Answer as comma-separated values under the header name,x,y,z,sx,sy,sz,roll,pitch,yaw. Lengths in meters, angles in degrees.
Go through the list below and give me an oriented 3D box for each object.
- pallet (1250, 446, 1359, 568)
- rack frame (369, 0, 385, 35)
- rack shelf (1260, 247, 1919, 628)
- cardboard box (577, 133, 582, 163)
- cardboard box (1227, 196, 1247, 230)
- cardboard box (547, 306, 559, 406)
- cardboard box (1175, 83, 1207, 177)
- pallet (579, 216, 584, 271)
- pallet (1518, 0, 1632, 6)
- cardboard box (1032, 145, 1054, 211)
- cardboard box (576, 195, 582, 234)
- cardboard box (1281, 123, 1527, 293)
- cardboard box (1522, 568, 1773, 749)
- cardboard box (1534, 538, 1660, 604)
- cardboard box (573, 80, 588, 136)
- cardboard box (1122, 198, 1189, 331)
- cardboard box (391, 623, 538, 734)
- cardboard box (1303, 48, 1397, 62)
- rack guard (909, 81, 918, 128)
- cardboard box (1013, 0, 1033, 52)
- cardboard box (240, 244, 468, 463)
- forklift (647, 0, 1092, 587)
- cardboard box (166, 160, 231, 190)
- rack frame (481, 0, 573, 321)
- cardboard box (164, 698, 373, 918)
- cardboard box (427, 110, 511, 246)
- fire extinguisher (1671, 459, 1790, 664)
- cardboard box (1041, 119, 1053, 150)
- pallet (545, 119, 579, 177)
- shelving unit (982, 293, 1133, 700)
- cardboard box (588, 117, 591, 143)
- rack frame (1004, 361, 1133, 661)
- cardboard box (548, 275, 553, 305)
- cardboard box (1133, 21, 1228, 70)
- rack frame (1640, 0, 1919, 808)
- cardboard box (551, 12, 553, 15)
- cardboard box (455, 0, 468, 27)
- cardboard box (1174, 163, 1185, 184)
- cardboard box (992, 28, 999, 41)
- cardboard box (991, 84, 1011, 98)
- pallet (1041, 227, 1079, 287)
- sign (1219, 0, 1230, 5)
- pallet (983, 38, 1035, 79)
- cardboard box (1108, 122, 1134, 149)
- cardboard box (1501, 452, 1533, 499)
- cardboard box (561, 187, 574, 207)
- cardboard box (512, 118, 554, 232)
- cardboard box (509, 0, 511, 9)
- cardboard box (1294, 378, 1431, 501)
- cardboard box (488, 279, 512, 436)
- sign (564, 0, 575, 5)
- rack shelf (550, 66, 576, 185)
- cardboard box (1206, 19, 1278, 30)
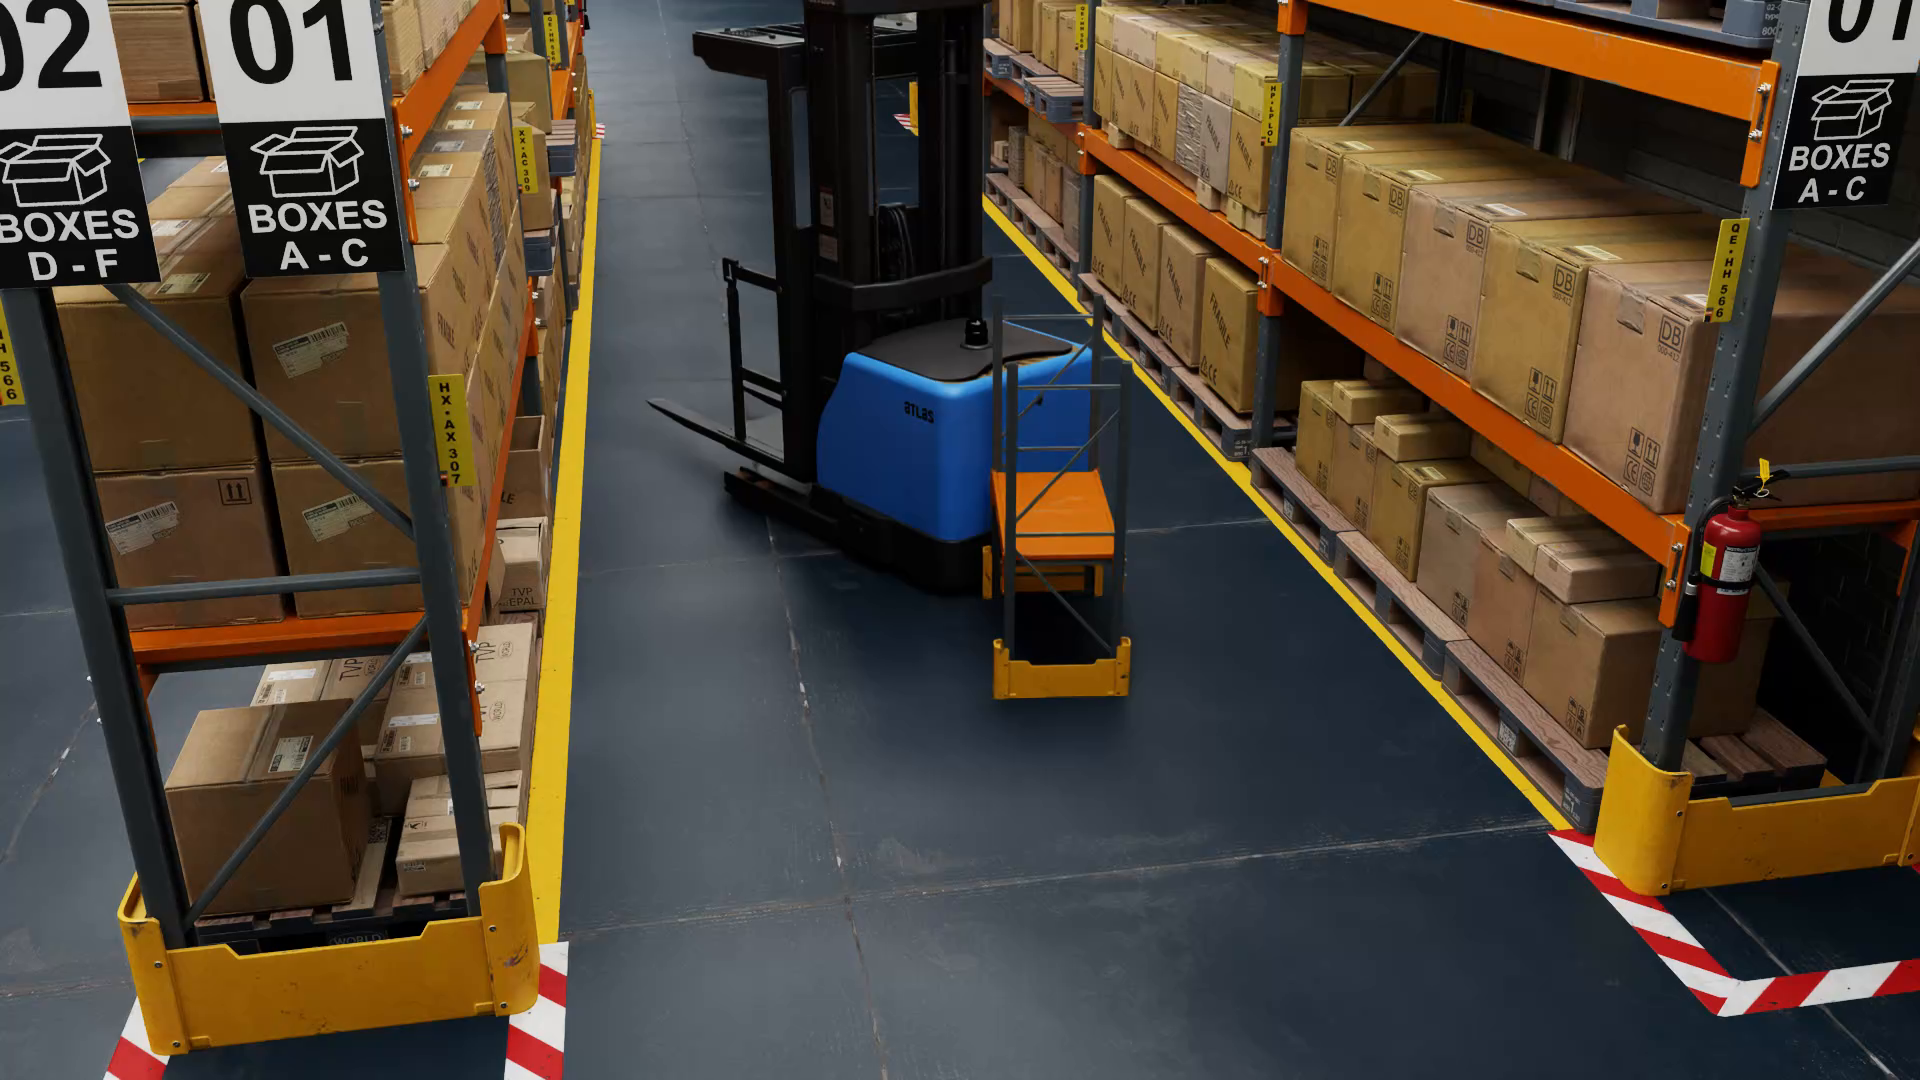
name,x,y,z,sx,sy,sz,roll,pitch,yaw
pallet,2.248,-0.223,8.996,1.003,0.211,1.213,-4,24,-10
rack frame,-1.944,-2.613,3.490,1.000,3.000,0.127,-4,24,-10
rack shelf,2.554,-0.689,7.479,1.077,0.370,4.000,-4,24,-10
cardboard box,-3.806,-3.635,15.536,0.500,0.311,0.500,-4,24,-10
cardboard box,1.773,-1.909,9.662,0.380,0.149,0.250,-4,24,-9
cardboard box,-2.728,-1.108,10.112,0.500,0.500,0.500,-4,24,-9
cardboard box,1.662,-2.558,10.337,0.500,0.500,0.500,-4,24,-10
pallet,-3.759,-2.538,14.298,1.003,0.211,1.213,-4,24,-10
pallet,2.547,-2.338,6.718,1.003,0.211,1.213,-4,24,-10
cardboard box,1.057,-3.317,15.170,0.700,0.500,0.500,-4,24,-9
cardboard box,-3.522,-2.774,14.265,0.500,0.250,0.500,-4,24,-9
cardboard box,2.268,-1.728,8.585,0.980,0.700,0.700,-4,24,-9
cardboard box,2.696,0.453,6.563,0.700,0.500,0.500,-4,24,-10
cardboard box,2.493,0.119,6.518,0.380,0.149,0.250,-5,24,-10
cardboard box,-4.126,-4.459,17.185,0.500,0.500,0.500,-4,24,-10
cardboard box,1.607,-1.942,11.610,0.750,0.750,0.750,-4,24,-10
cardboard box,-1.951,0.566,6.591,0.500,0.250,0.500,-4,24,-10
cardboard box,2.252,-2.746,9.831,0.500,0.250,0.500,-4,24,-9
rack guard,-0.021,-5.350,20.375,1.175,0.500,0.348,-4,24,-10
cardboard box,0.861,-4.776,15.264,0.700,0.500,0.500,-2,24,-4
cardboard box,-1.767,-0.562,4.915,0.500,0.500,0.500,-4,24,-8
forklift,-0.658,-1.623,8.804,1.130,2.935,3.031,-19,30,-37
cardboard box,-2.586,-1.127,6.208,0.500,0.500,0.500,-4,24,-8
rack frame,-3.423,-3.011,11.896,1.000,3.000,0.127,-4,24,-10
cardboard box,-2.287,0.884,5.551,0.500,0.500,0.500,-4,24,-10
cardboard box,-2.238,-1.560,7.200,0.500,0.500,0.500,-5,24,-11
fire extinguisher,2.498,0.068,5.410,0.296,0.674,0.183,-4,24,-10
cardboard box,1.042,-3.686,15.079,0.500,0.250,0.500,-5,24,-11
pallet,-3.229,-2.661,11.335,1.213,0.211,1.003,-4,24,-10
shelving unit,0.420,-0.219,7.377,0.587,1.500,1.083,-1,24,-2
cardboard box,-4.315,-4.508,18.235,0.500,0.250,0.500,-4,24,-10
rack frame,0.438,-0.019,6.920,0.500,1.500,0.032,-1,24,-2
cardboard box,-2.812,-1.636,10.384,0.500,0.250,0.500,-5,24,-11
cardboard box,1.471,-3.308,11.119,0.500,0.250,0.500,-4,24,-9
rack frame,2.924,-0.232,5.533,1.000,3.000,0.127,-4,24,-10
cardboard box,-4.355,-5.011,16.350,0.700,0.500,0.500,-5,24,-10
cardboard box,-2.062,-1.981,5.978,0.500,0.250,0.500,-4,24,-10
cardboard box,1.614,-2.420,10.831,0.380,0.149,0.250,-4,24,-8
cardboard box,0.319,-5.056,16.742,0.500,0.250,0.500,-4,24,-10
cardboard box,0.196,-4.786,18.534,0.700,0.500,0.500,-6,24,-13
pallet,1.301,-2.408,14.000,1.003,0.211,1.213,-4,24,-10
sign,1.989,-3.952,12.604,0.100,0.325,0.005,-4,24,-10
pallet,0.703,-4.553,15.666,1.003,0.211,1.213,-4,24,-10
cardboard box,1.282,-2.916,11.967,0.380,0.149,0.250,-4,24,-8
cardboard box,2.679,-0.308,7.496,0.380,0.149,0.250,-4,24,-9
cardboard box,-3.337,-2.634,13.243,0.500,0.311,0.500,-5,24,-11
cardboard box,-2.551,-1.878,8.654,0.700,0.500,0.500,-13,27,-27
cardboard box,-4.468,-5.116,15.780,0.380,0.149,0.250,-5,24,-11
cardboard box,2.221,-0.551,8.861,0.700,0.500,0.500,-4,24,-9
cardboard box,-2.048,-0.701,6.482,0.500,0.500,0.500,-4,24,-9
sign,-3.631,-5.122,15.383,0.100,0.325,0.005,-4,24,-10
rack shelf,-3.793,-3.468,13.841,1.077,0.370,4.000,-4,24,-10
cardboard box,1.967,-3.348,11.211,0.500,0.250,0.500,-5,24,-11
